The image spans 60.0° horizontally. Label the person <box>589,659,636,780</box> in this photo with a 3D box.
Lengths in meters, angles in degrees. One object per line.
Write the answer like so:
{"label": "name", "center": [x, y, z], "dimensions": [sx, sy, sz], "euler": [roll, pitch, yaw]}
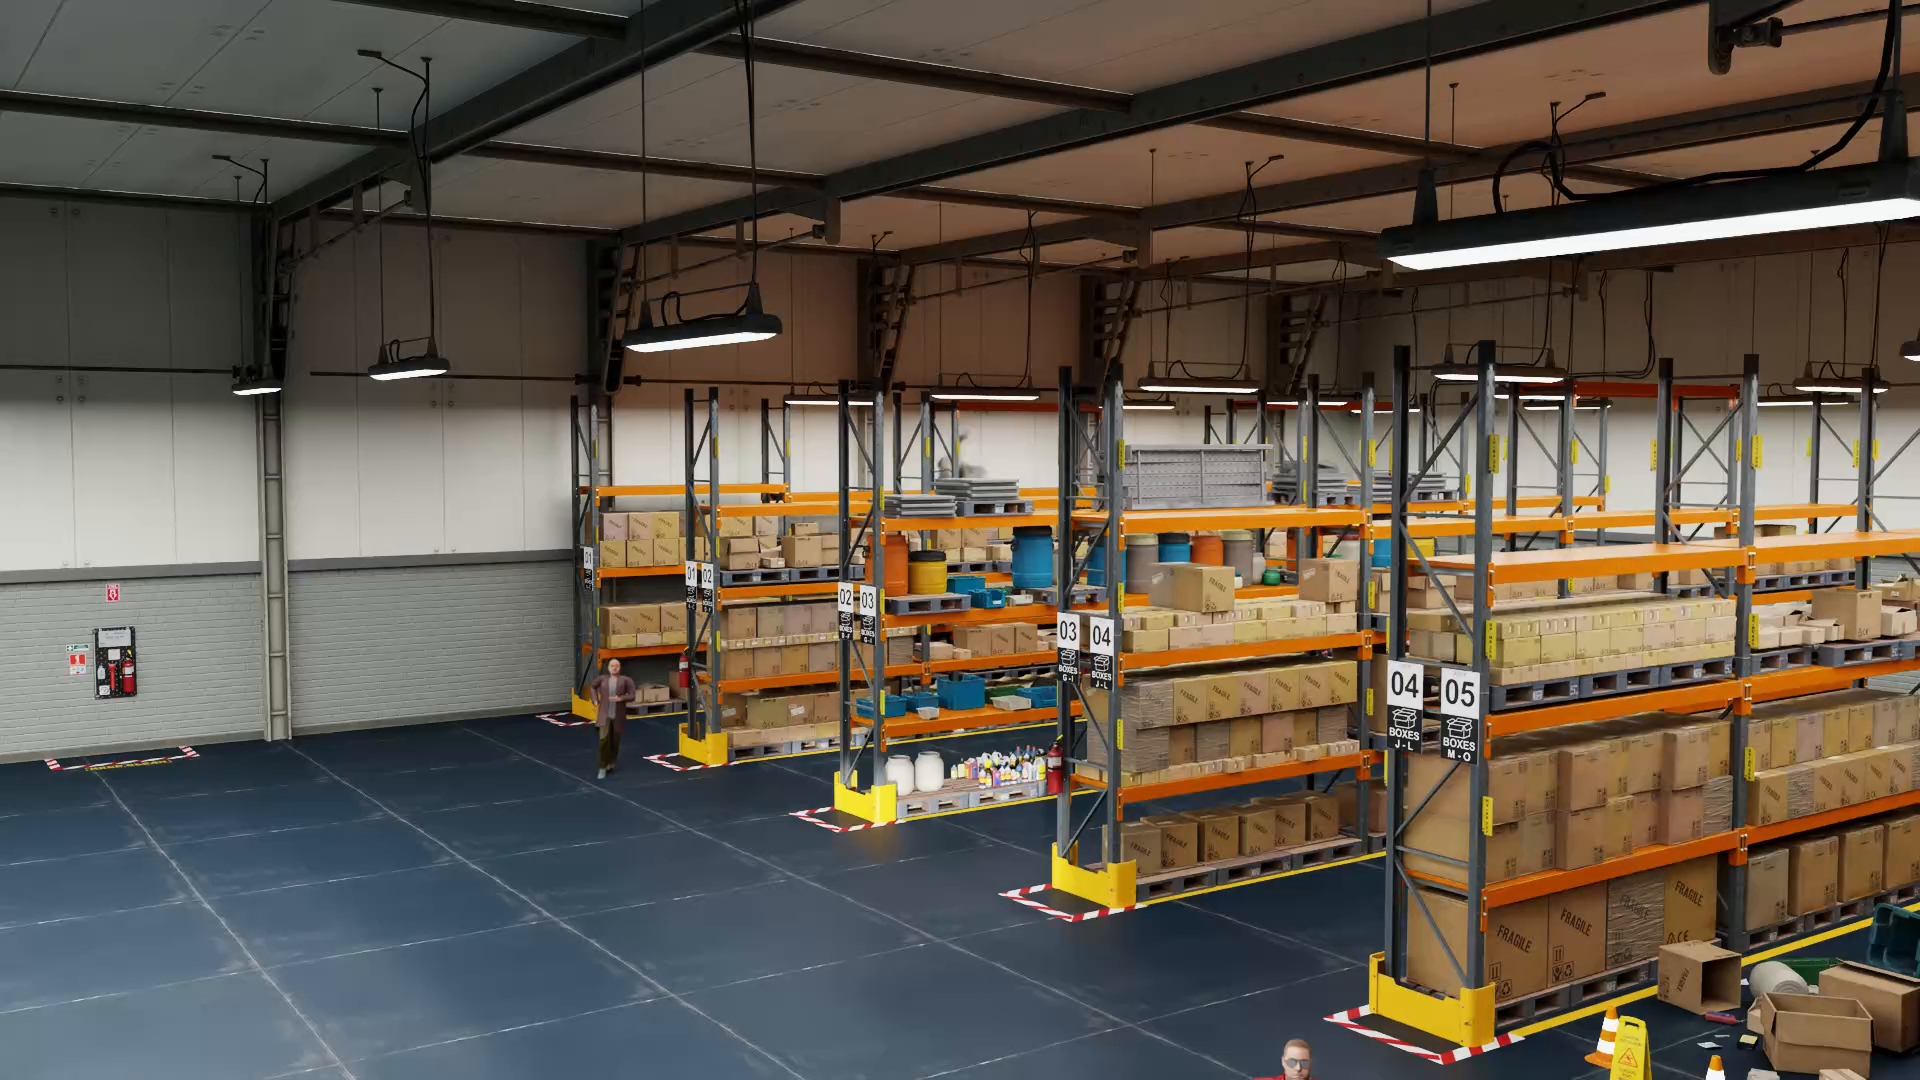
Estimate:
{"label": "person", "center": [-5.354, 2.751, 25.650], "dimensions": [0.697, 1.841, 0.736], "euler": [-1, 4, -12]}

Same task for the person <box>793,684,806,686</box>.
{"label": "person", "center": [-2.903, 2.558, 29.733], "dimensions": [0.725, 1.701, 0.543], "euler": [-3, 5, -44]}

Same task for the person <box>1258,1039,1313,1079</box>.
{"label": "person", "center": [1.901, 3.743, 9.488], "dimensions": [0.631, 1.798, 0.768], "euler": [0, 3, 4]}
